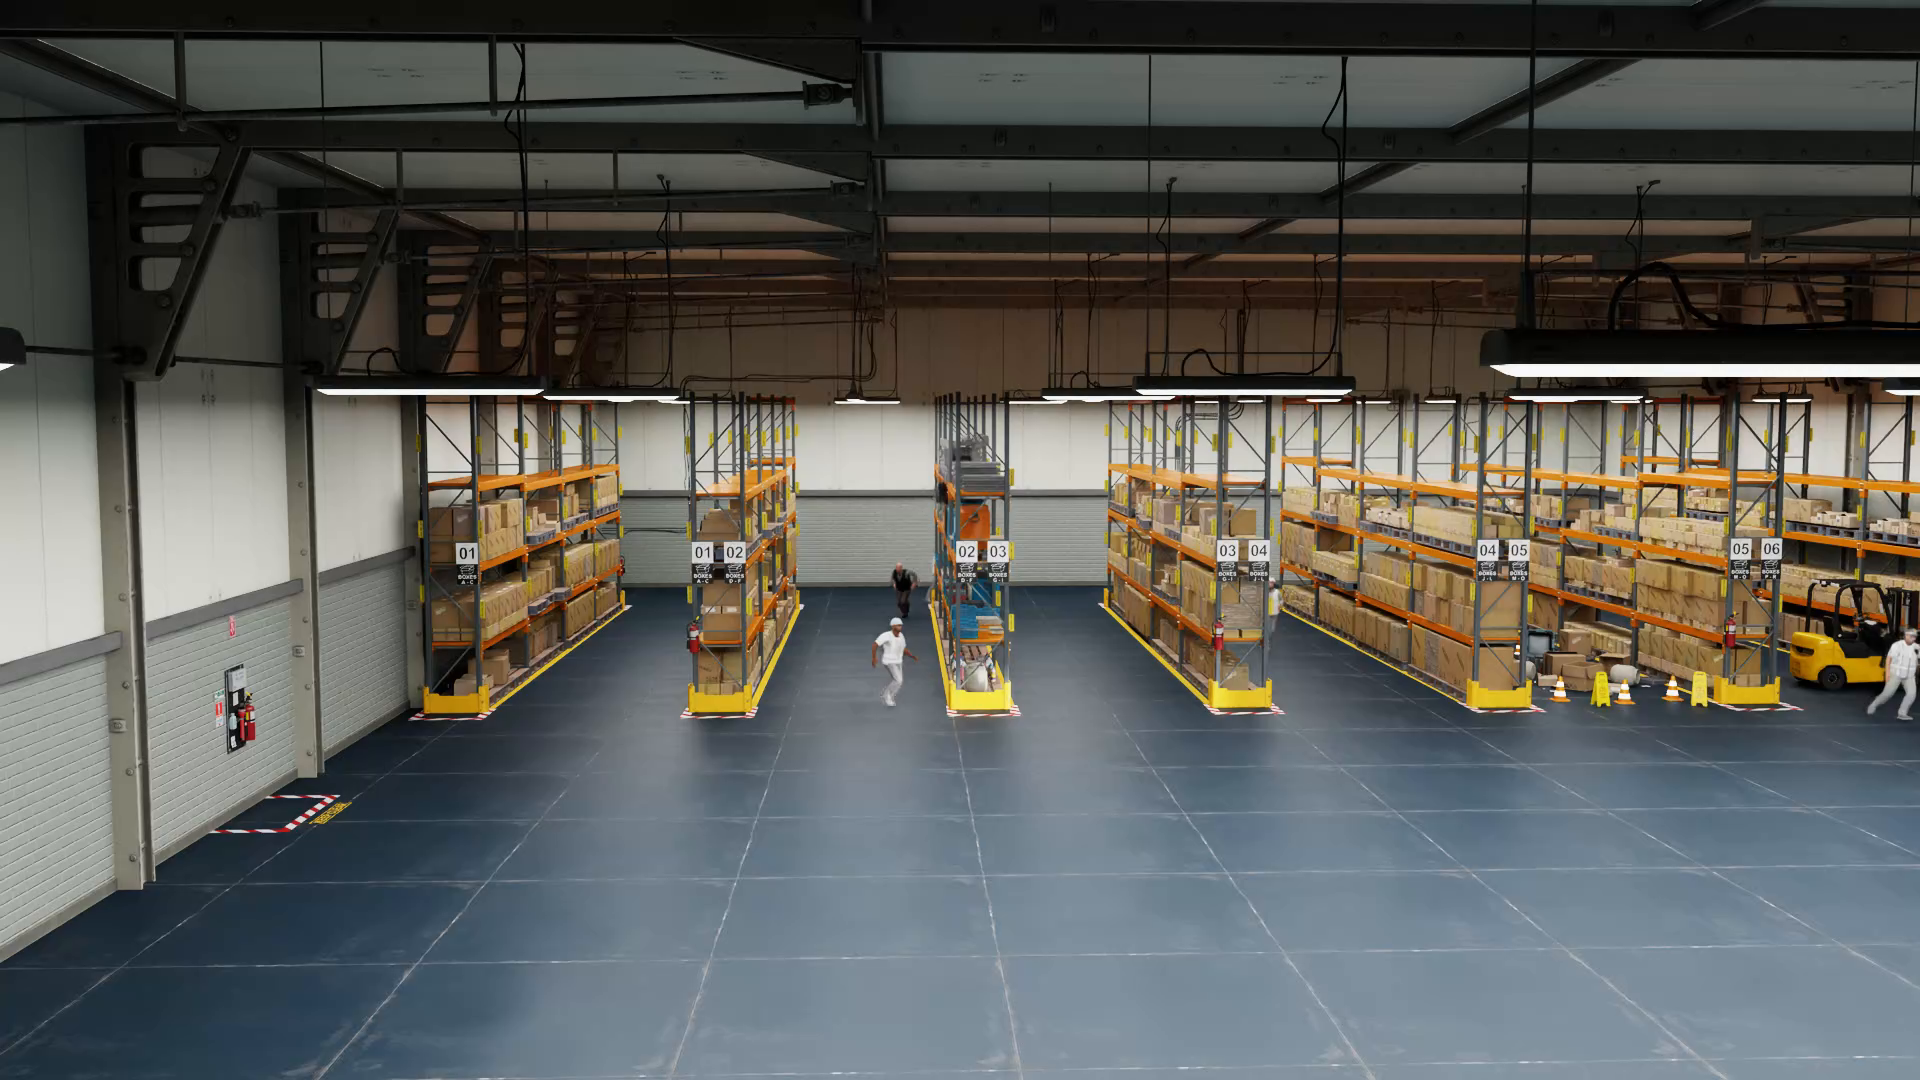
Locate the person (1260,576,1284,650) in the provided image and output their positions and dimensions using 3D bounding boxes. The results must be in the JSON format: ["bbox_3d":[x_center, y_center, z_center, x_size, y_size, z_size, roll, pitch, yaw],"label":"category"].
[{"bbox_3d":[7.270,1.732,38.924,0.646,1.760,0.673,-1,5,-7],"label":"person"}]

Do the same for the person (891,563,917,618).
[{"bbox_3d":[-1.525,1.367,44.792,0.672,1.544,0.816,2,5,19],"label":"person"}]

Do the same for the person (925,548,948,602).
[{"bbox_3d":[-0.527,1.004,48.477,0.980,1.617,0.529,1,5,18],"label":"person"}]

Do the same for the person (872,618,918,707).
[{"bbox_3d":[-1.242,2.332,31.613,0.737,1.702,0.708,4,6,38],"label":"person"}]

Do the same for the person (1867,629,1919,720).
[{"bbox_3d":[17.183,2.428,30.501,0.789,1.692,0.685,0,5,-1],"label":"person"}]
